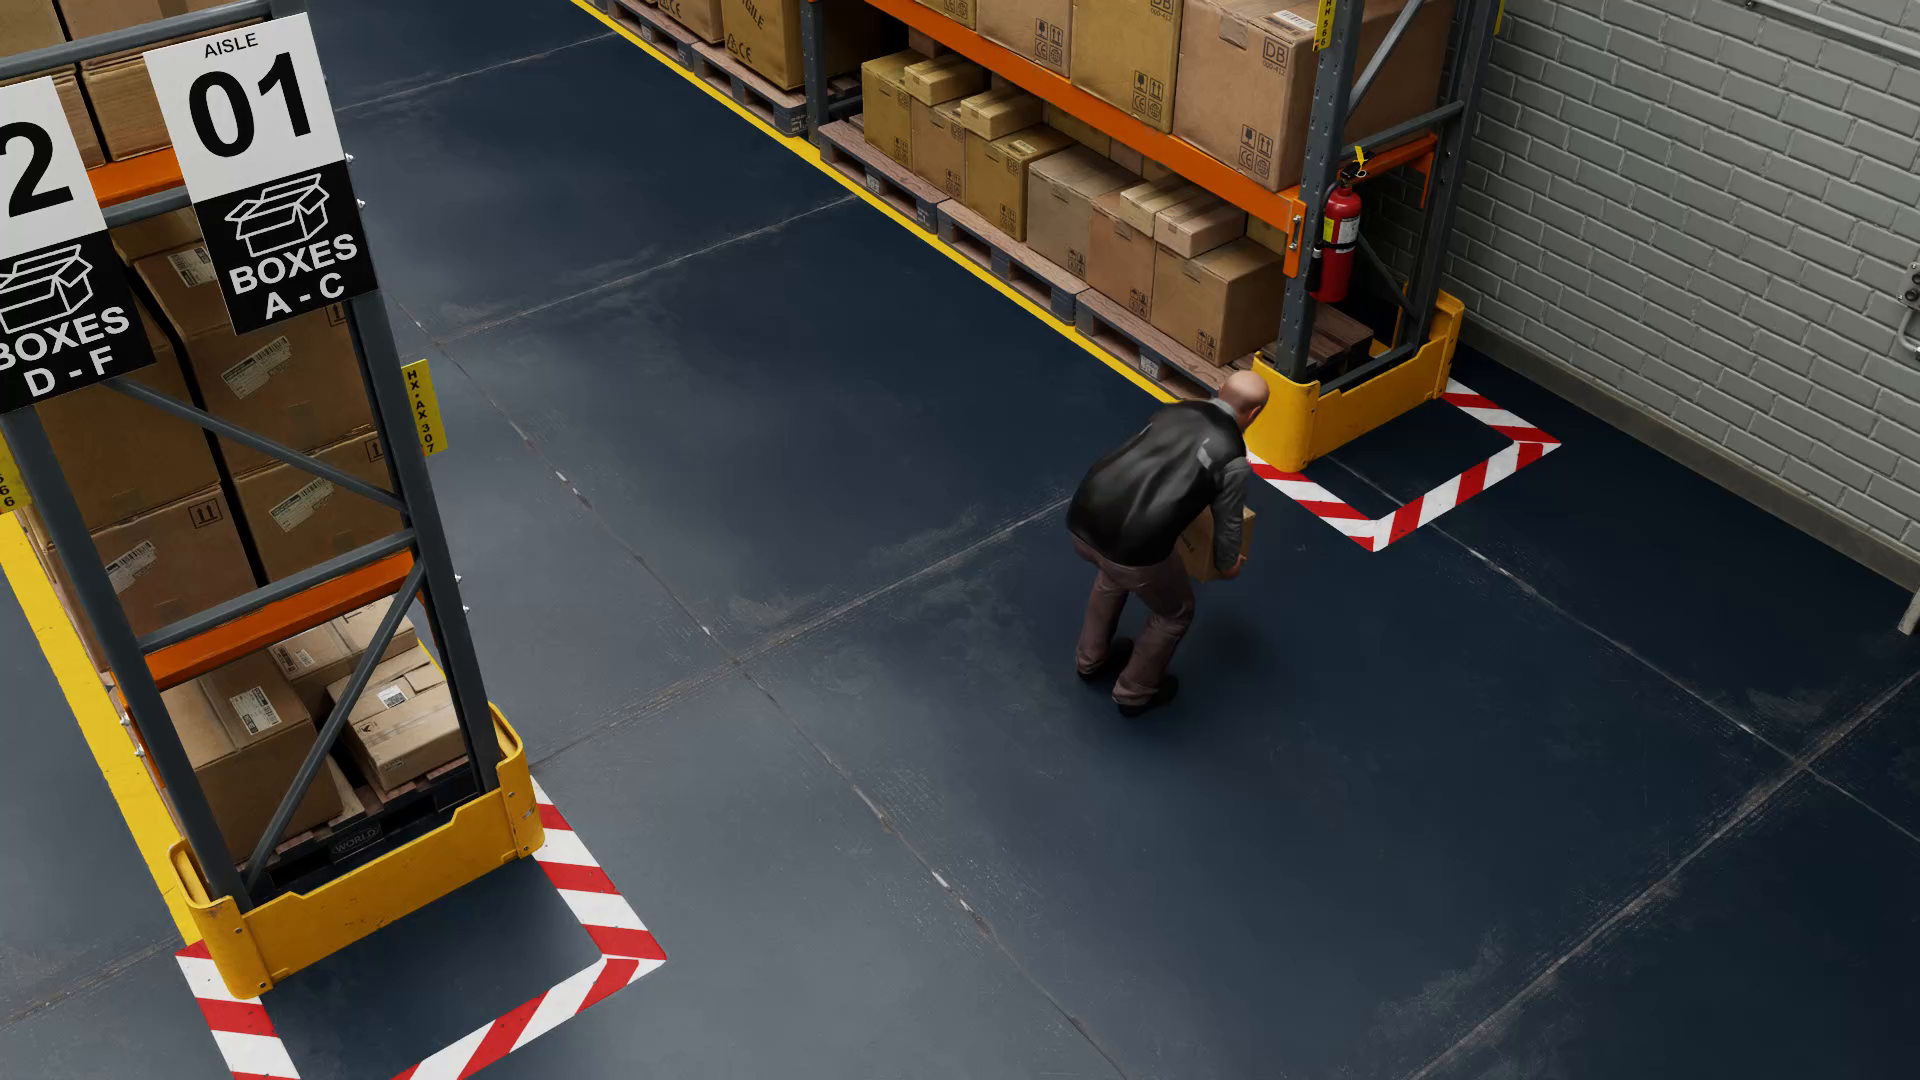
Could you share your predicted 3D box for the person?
[{"bbox_3d":[0.821,0.012,6.510,0.909,1.276,0.476,-28,47,-29],"label":"person"}]
